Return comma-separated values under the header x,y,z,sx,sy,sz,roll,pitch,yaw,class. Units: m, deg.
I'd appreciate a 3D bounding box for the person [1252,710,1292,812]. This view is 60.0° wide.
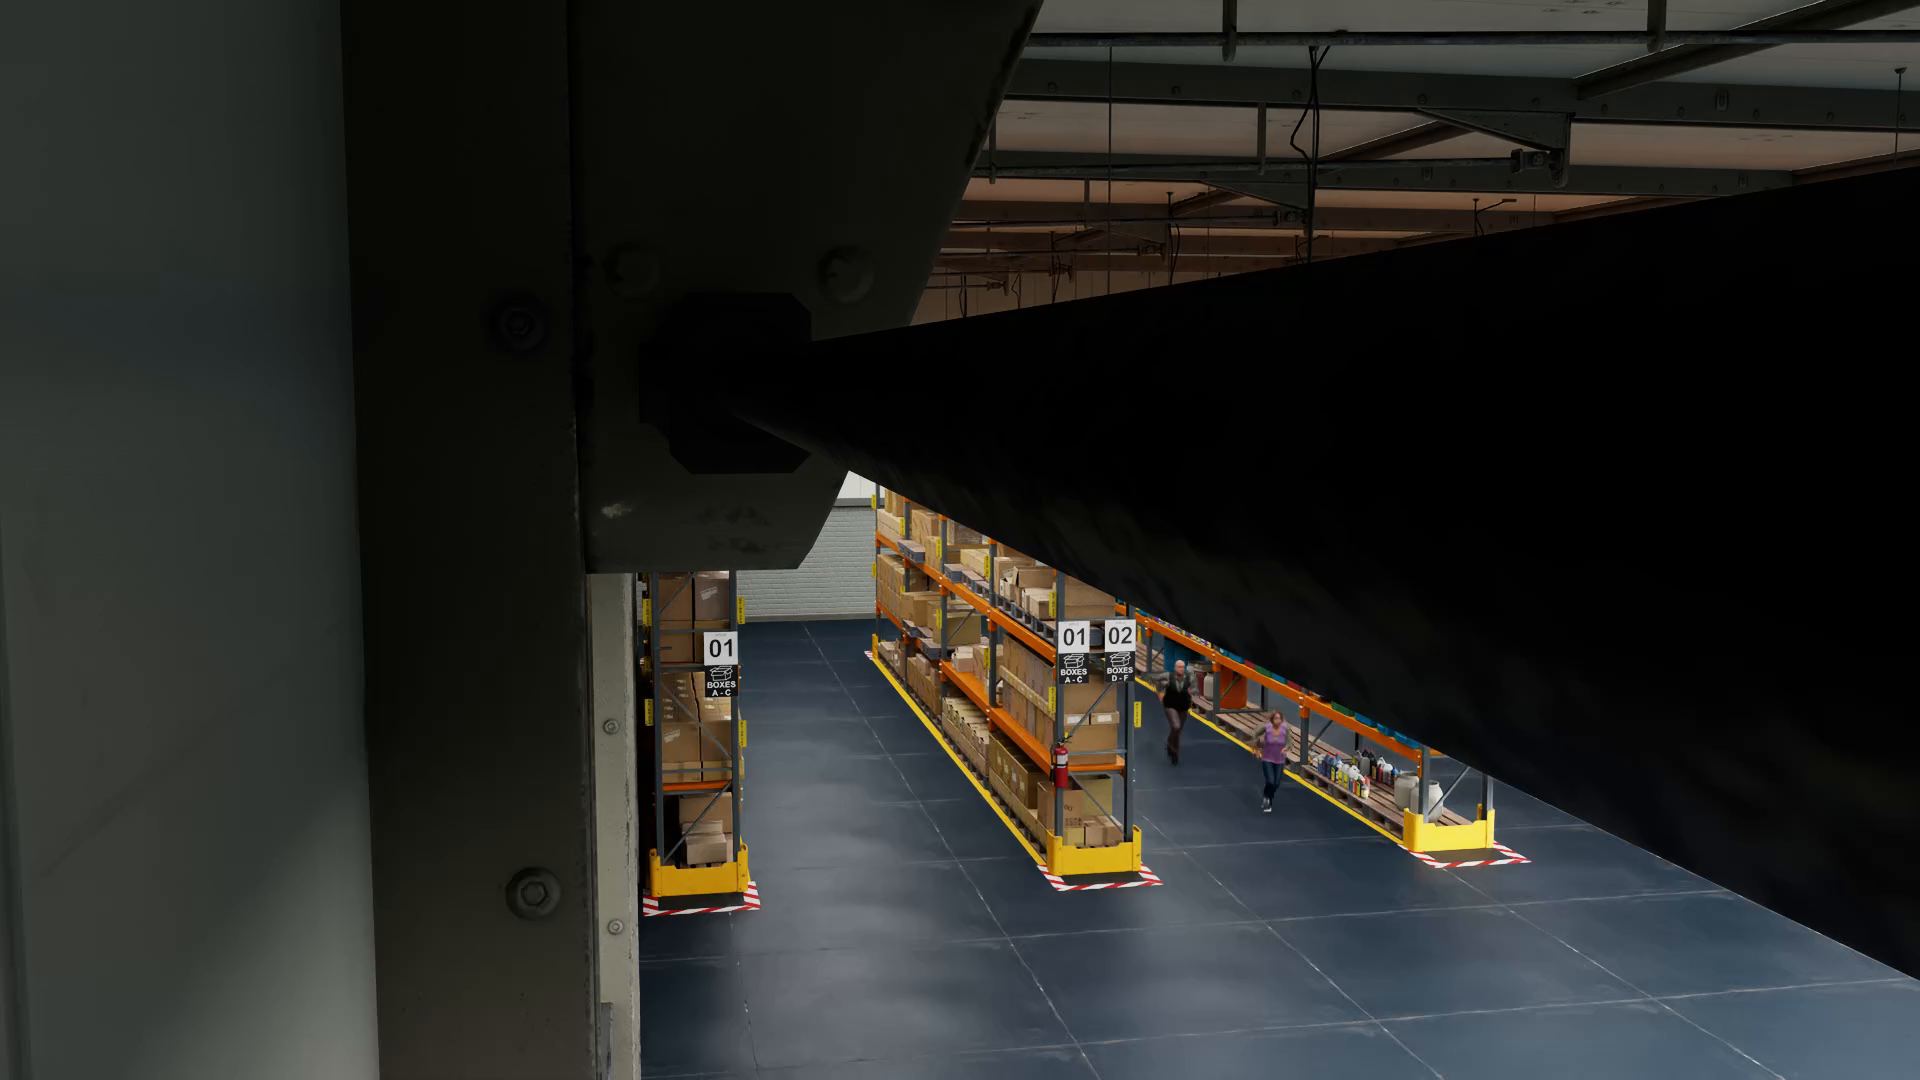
x,y,z,sx,sy,sz,roll,pitch,yaw,class
4.428,3.135,23.525,0.495,1.525,0.693,-1,6,-7,person

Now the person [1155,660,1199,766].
x,y,z,sx,sy,sz,roll,pitch,yaw,class
3.486,2.746,26.792,0.647,1.704,0.931,-1,6,-12,person
